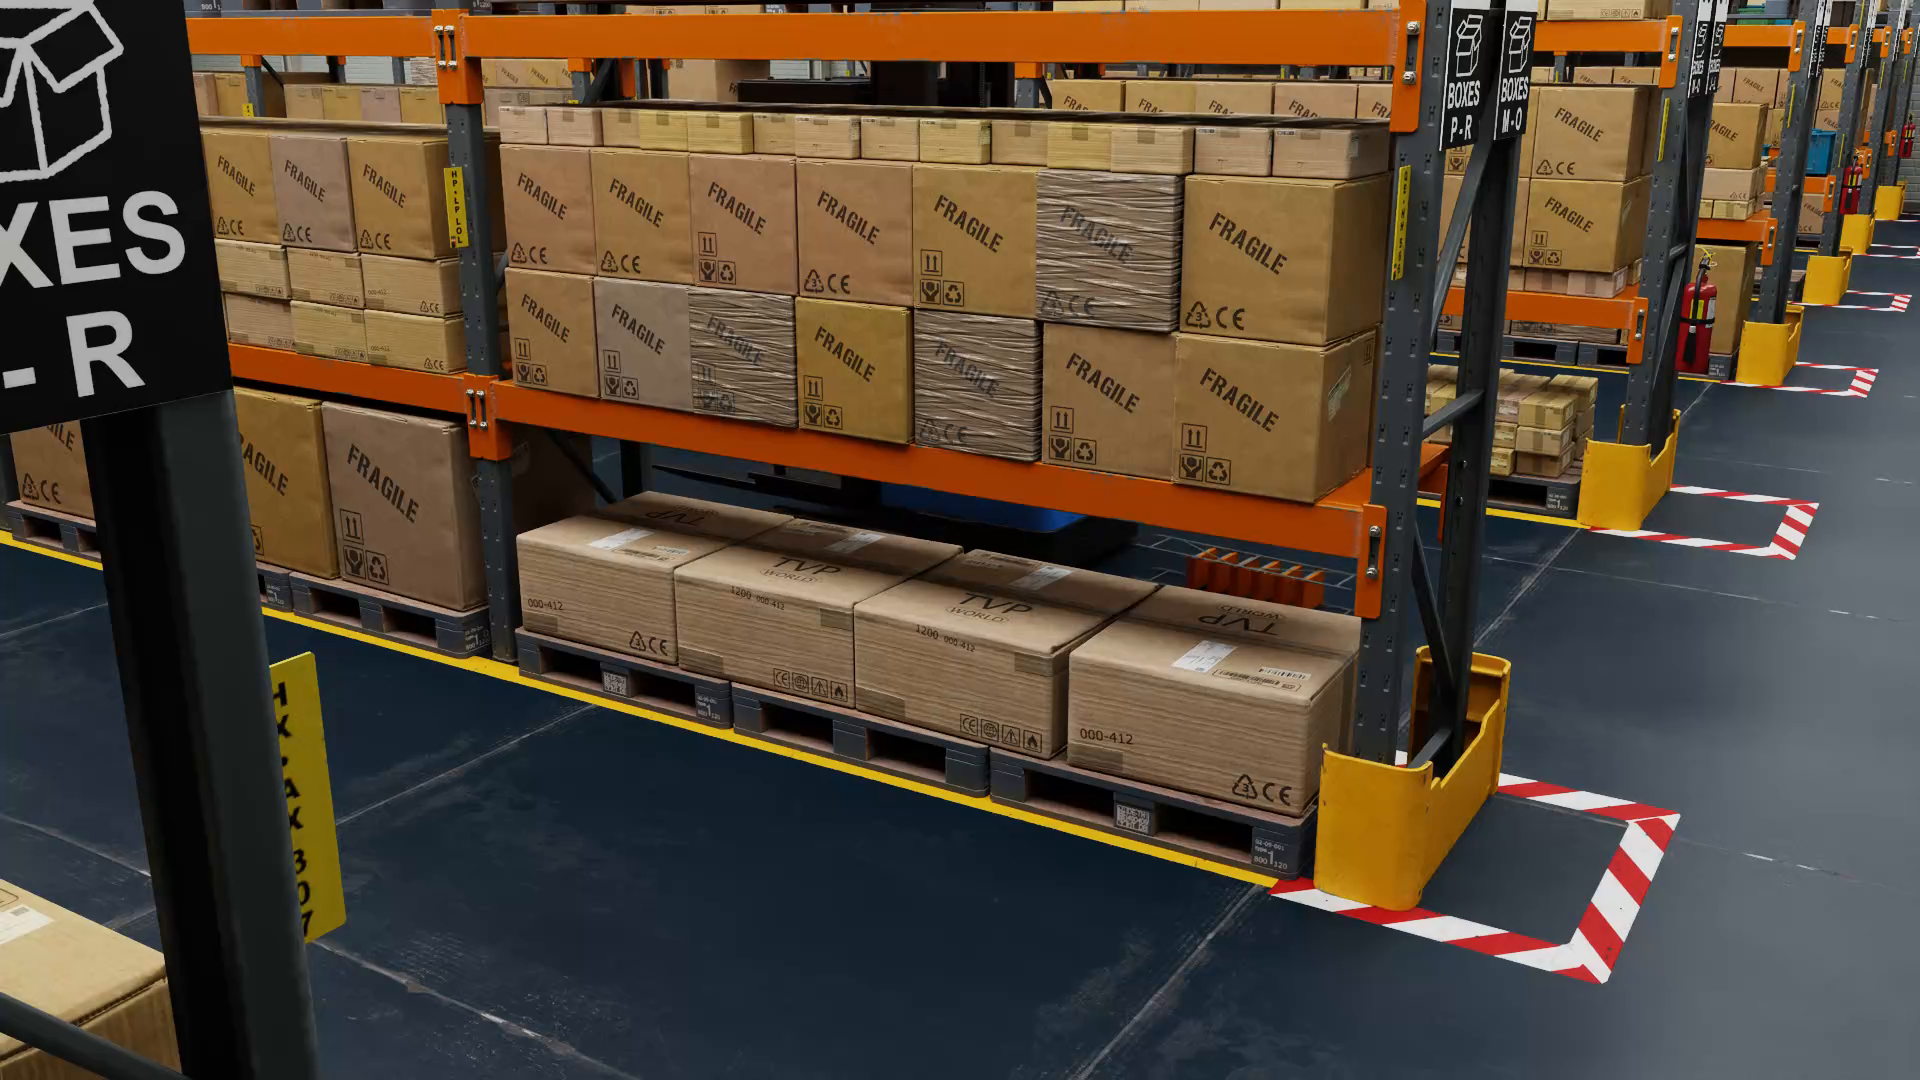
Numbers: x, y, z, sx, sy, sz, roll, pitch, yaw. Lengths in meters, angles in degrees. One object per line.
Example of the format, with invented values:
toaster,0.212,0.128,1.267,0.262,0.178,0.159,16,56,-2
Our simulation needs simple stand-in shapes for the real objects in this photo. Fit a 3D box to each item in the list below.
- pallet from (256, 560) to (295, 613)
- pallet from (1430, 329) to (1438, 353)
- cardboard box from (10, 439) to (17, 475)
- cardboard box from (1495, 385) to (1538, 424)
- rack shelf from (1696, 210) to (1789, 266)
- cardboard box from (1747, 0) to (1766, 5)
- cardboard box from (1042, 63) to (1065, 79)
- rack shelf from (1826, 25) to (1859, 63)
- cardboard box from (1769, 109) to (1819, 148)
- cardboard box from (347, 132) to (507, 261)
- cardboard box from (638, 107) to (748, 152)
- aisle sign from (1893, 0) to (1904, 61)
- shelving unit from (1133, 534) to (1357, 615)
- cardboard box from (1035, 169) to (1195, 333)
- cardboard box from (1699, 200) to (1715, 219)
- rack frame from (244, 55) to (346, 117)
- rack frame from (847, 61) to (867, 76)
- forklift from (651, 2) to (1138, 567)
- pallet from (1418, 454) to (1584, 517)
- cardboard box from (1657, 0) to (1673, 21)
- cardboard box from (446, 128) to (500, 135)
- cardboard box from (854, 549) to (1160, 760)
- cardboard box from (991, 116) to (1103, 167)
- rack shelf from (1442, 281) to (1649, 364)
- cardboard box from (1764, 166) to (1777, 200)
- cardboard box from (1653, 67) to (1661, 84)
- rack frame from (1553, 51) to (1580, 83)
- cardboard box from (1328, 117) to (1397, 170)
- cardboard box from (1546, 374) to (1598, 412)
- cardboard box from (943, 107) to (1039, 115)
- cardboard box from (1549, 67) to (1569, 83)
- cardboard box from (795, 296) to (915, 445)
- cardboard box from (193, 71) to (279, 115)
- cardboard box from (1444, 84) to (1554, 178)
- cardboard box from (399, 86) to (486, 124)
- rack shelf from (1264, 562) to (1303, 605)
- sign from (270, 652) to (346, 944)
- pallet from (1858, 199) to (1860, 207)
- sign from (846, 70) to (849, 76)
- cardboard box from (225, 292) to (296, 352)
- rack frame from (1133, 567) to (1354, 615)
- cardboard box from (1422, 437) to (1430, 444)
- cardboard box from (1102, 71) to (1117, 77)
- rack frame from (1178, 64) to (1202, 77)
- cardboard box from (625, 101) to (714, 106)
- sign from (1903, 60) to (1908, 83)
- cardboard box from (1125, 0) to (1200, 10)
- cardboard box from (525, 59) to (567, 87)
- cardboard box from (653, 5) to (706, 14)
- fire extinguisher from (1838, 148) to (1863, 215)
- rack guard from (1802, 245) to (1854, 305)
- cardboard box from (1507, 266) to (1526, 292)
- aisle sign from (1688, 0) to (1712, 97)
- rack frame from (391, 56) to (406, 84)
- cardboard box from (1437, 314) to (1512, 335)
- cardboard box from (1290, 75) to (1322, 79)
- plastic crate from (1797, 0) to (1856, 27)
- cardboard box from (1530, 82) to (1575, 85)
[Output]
pallet,-3.557,0.048,8.862,1.213,0.211,1.003,10,20,30
pallet,3.977,-1.988,15.562,1.213,0.211,1.003,10,20,30
cardboard box,-5.702,-0.643,10.136,0.625,0.372,0.950,9,19,26
cardboard box,3.328,-0.827,10.103,0.250,0.149,0.380,11,20,31
rack shelf,5.074,-2.809,14.704,4.000,0.370,1.077,10,20,30
cardboard box,10.544,-7.072,21.739,0.500,0.250,0.500,10,20,30
cardboard box,1.359,-7.861,27.696,0.500,0.500,0.700,10,20,30
rack shelf,7.666,-5.471,18.307,4.000,0.370,1.077,10,20,30
cardboard box,10.998,-5.428,21.918,0.500,0.500,0.500,10,20,31
cardboard box,-2.329,-1.535,7.380,0.500,0.500,0.500,11,20,32
cardboard box,-1.037,-1.611,6.514,0.250,0.149,0.380,10,20,30
aisle sign,11.863,-6.459,21.012,0.004,0.787,0.394,10,20,30
shelving unit,1.457,0.193,8.407,1.200,0.189,0.258,13,21,35
cardboard box,0.596,-1.007,5.643,0.500,0.500,0.500,10,20,30
cardboard box,6.080,-2.740,13.673,0.250,0.149,0.380,10,20,31
rack frame,-6.129,-3.461,15.614,0.127,3.000,1.000,10,20,30
rack frame,-1.668,-7.735,29.685,0.127,3.000,1.000,10,20,30
forklift,-0.517,-1.503,9.286,3.031,2.935,1.130,11,20,32
pallet,3.358,-0.445,10.484,1.213,0.211,1.003,10,20,30
cardboard box,3.847,-3.131,9.624,0.500,0.250,0.500,11,20,32
cardboard box,-2.041,-1.667,7.816,0.500,0.500,0.500,10,20,31
cardboard box,0.193,0.418,6.530,0.875,0.438,0.875,11,20,32
cardboard box,0.309,-1.393,5.797,0.250,0.149,0.380,10,20,30
rack shelf,2.392,-1.596,10.711,4.000,0.370,1.077,10,20,30
cardboard box,13.051,-5.768,26.787,0.500,0.500,0.700,9,19,28
cardboard box,9.689,-6.138,22.535,0.500,0.500,0.500,9,19,28
rack frame,8.557,-5.910,23.676,0.127,3.000,1.000,10,20,30
cardboard box,1.434,-1.353,5.668,0.250,0.149,0.380,11,20,31
cardboard box,3.827,-0.921,10.411,0.250,0.149,0.380,9,19,28
cardboard box,0.135,-1.600,6.479,0.250,0.149,0.380,10,19,29
cardboard box,10.184,-7.784,27.837,0.500,0.250,0.500,11,20,31
cardboard box,-0.268,-0.681,6.291,0.500,0.500,0.500,11,20,32
cardboard box,-6.955,-4.169,15.828,0.550,0.550,0.875,10,20,30
cardboard box,3.144,-2.389,9.682,0.500,0.500,0.500,9,19,28
cardboard box,-4.404,-3.681,14.447,0.500,0.500,0.700,10,20,30
rack shelf,1.613,0.229,8.295,0.103,0.180,0.258,13,21,35
sign,-0.719,0.287,1.786,0.005,0.325,0.100,10,20,30
pallet,13.833,-5.297,26.456,1.213,0.211,1.003,10,20,30
sign,-1.964,-8.051,29.098,0.005,0.325,0.100,10,20,30
cardboard box,-3.184,-1.096,8.086,0.500,0.250,0.500,10,19,29
rack frame,1.456,0.281,8.434,1.200,0.006,0.240,13,21,35
cardboard box,2.869,-0.611,10.413,0.250,0.149,0.380,10,20,31
cardboard box,2.913,-8.800,32.124,0.500,0.500,0.500,9,19,28
rack frame,4.329,-8.354,31.723,0.127,3.000,1.000,10,20,30
cardboard box,-1.220,-1.804,7.152,0.250,0.149,0.380,11,20,31
sign,14.259,-7.064,25.076,0.005,0.325,0.100,10,20,30
cardboard box,1.376,-3.398,10.503,0.500,0.250,0.500,10,19,29
cardboard box,-4.827,-5.495,19.906,0.500,0.500,0.500,10,20,30
cardboard box,-1.944,-4.108,12.413,0.500,0.500,0.500,10,20,30
fire extinguisher,9.261,-3.724,17.256,0.183,0.674,0.296,10,20,30
rack guard,9.397,-2.879,17.998,0.348,0.500,1.175,10,20,30
cardboard box,3.257,-1.577,9.843,0.250,0.149,0.380,10,20,30
aisle sign,4.001,-2.794,8.946,0.004,0.787,0.394,10,20,30
rack frame,-6.856,-5.282,21.610,0.127,3.000,1.000,10,20,30
cardboard box,4.657,-2.384,15.003,0.875,0.875,0.875,10,20,30
cardboard box,6.259,-8.257,30.475,0.500,0.500,0.700,10,20,30
plastic crate,9.188,-5.576,17.640,0.590,0.269,0.497,10,20,30
cardboard box,3.419,-2.513,10.090,0.500,0.500,0.500,11,20,32
